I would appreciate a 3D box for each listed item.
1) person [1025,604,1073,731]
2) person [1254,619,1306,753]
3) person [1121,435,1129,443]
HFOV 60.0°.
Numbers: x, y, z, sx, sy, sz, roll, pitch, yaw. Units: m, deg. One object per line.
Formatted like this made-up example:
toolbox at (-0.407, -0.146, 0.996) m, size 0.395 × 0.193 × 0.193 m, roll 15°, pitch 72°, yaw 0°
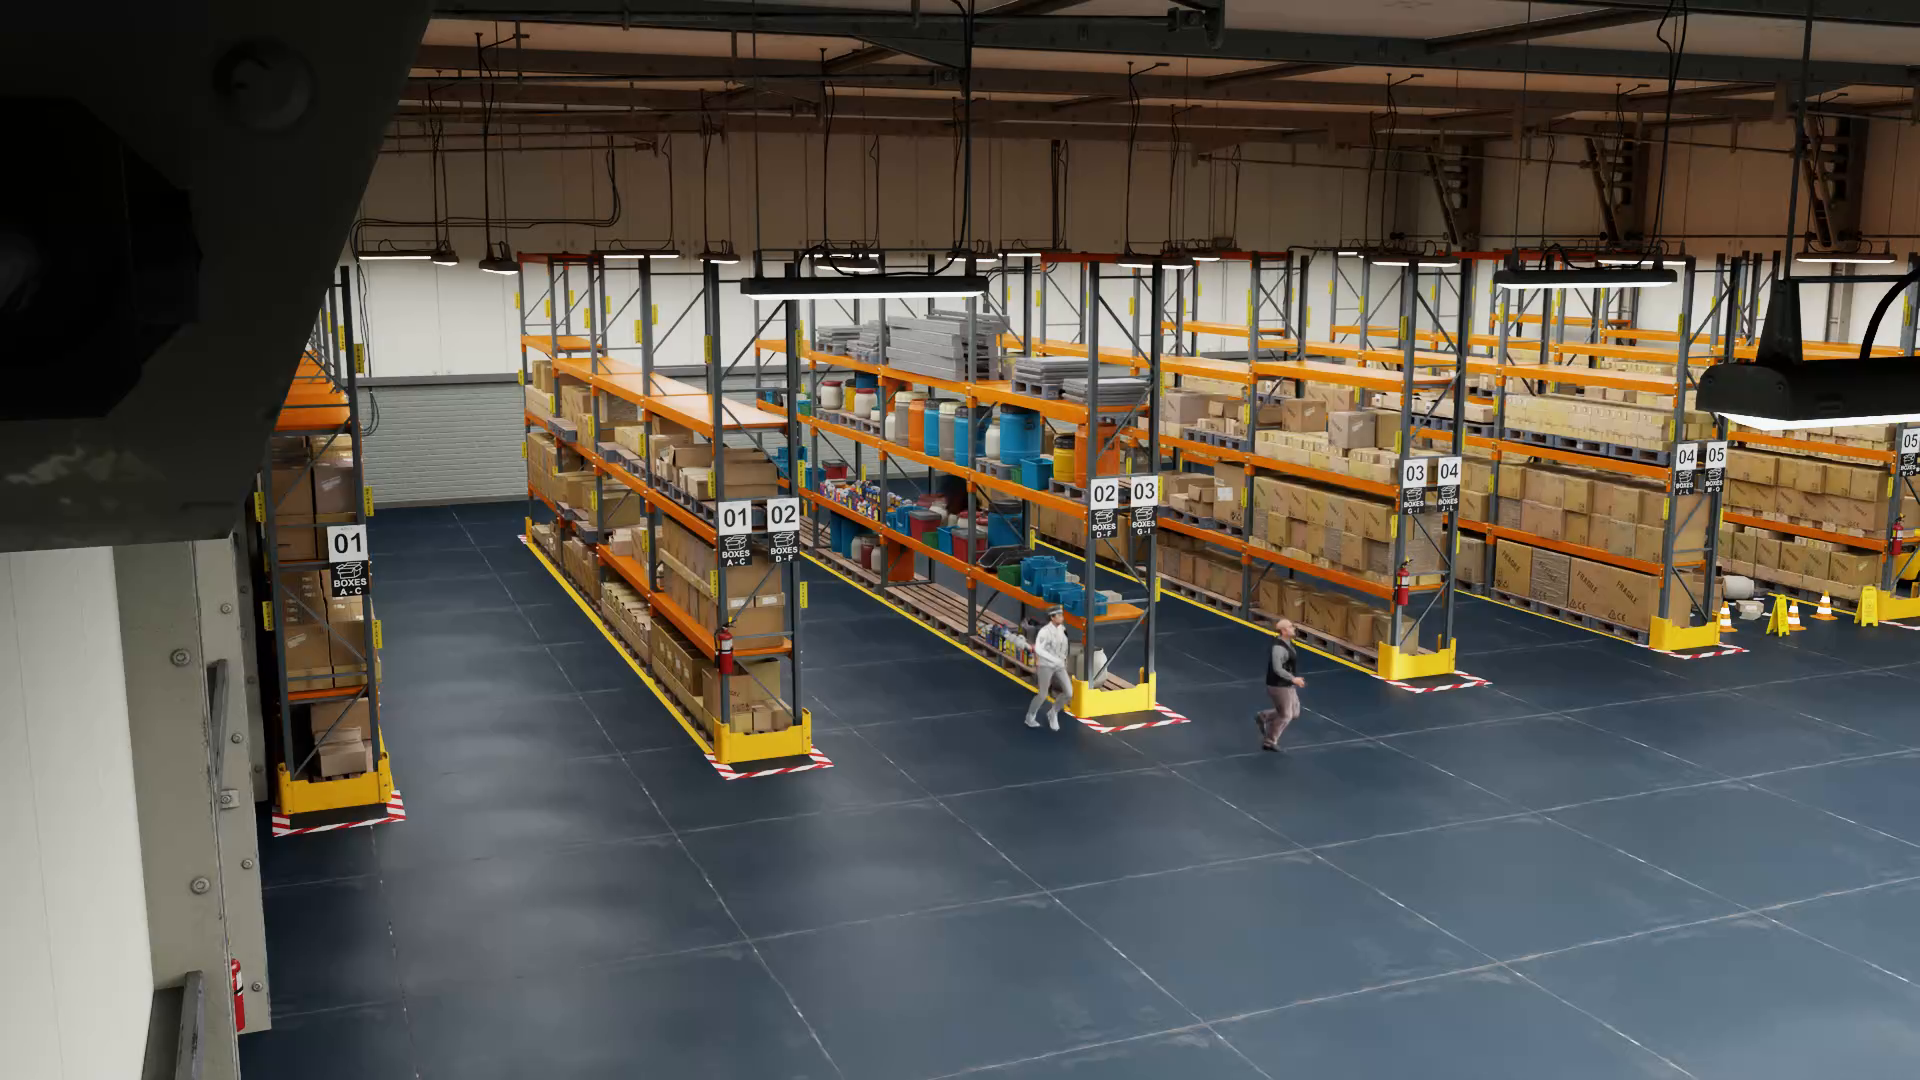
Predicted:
person at (1.210, 1.642, 21.489) m, size 0.672 × 1.685 × 0.624 m, roll -9°, pitch 14°, yaw -40°
person at (3.979, 1.798, 20.608) m, size 0.645 × 1.689 × 0.680 m, roll 3°, pitch 11°, yaw 18°
person at (4.086, -1.883, 40.726) m, size 0.646 × 1.683 × 0.846 m, roll 5°, pitch 12°, yaw 28°
